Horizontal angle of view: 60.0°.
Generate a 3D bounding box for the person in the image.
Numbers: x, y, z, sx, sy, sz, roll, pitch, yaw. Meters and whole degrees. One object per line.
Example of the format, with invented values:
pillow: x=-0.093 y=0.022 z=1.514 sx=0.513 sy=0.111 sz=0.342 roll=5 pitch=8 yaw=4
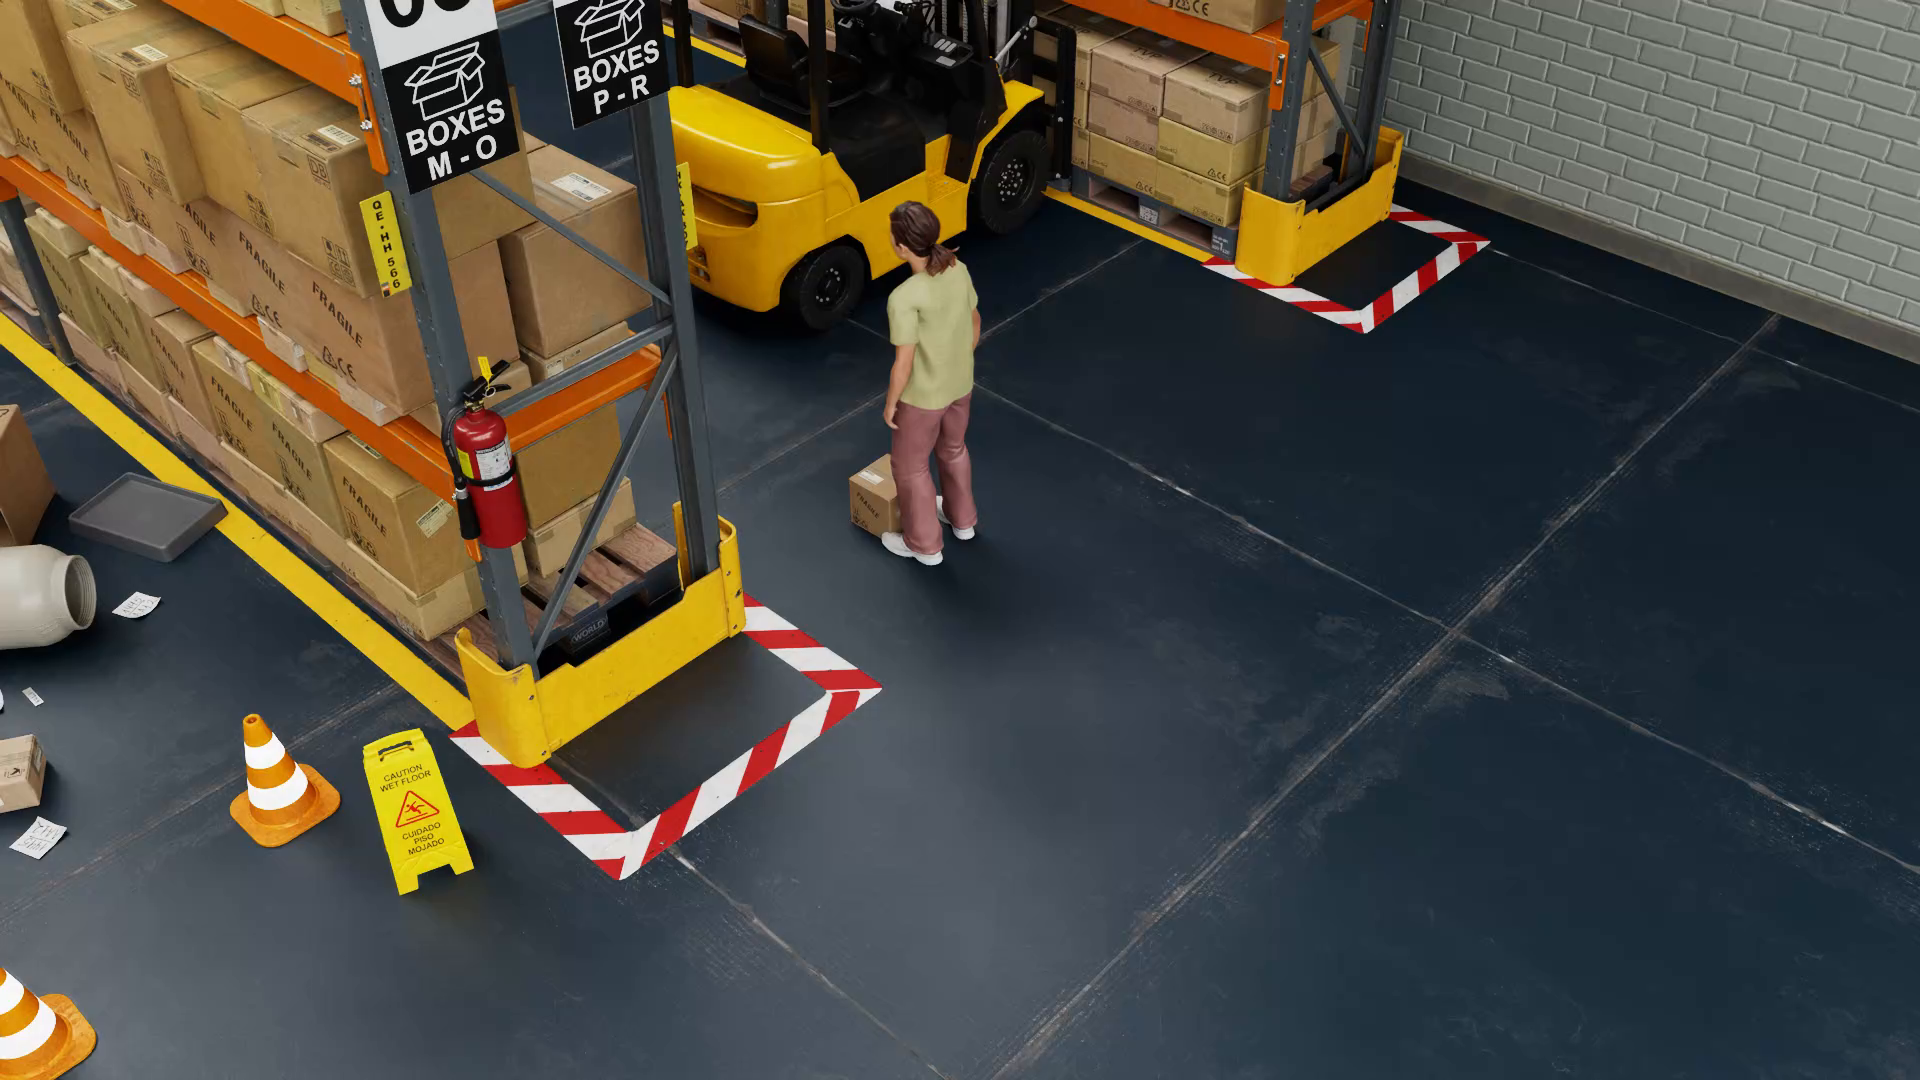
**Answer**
person: x=-0.132 y=-0.635 z=6.926 sx=0.356 sy=1.673 sz=0.499 roll=31 pitch=48 yaw=32
